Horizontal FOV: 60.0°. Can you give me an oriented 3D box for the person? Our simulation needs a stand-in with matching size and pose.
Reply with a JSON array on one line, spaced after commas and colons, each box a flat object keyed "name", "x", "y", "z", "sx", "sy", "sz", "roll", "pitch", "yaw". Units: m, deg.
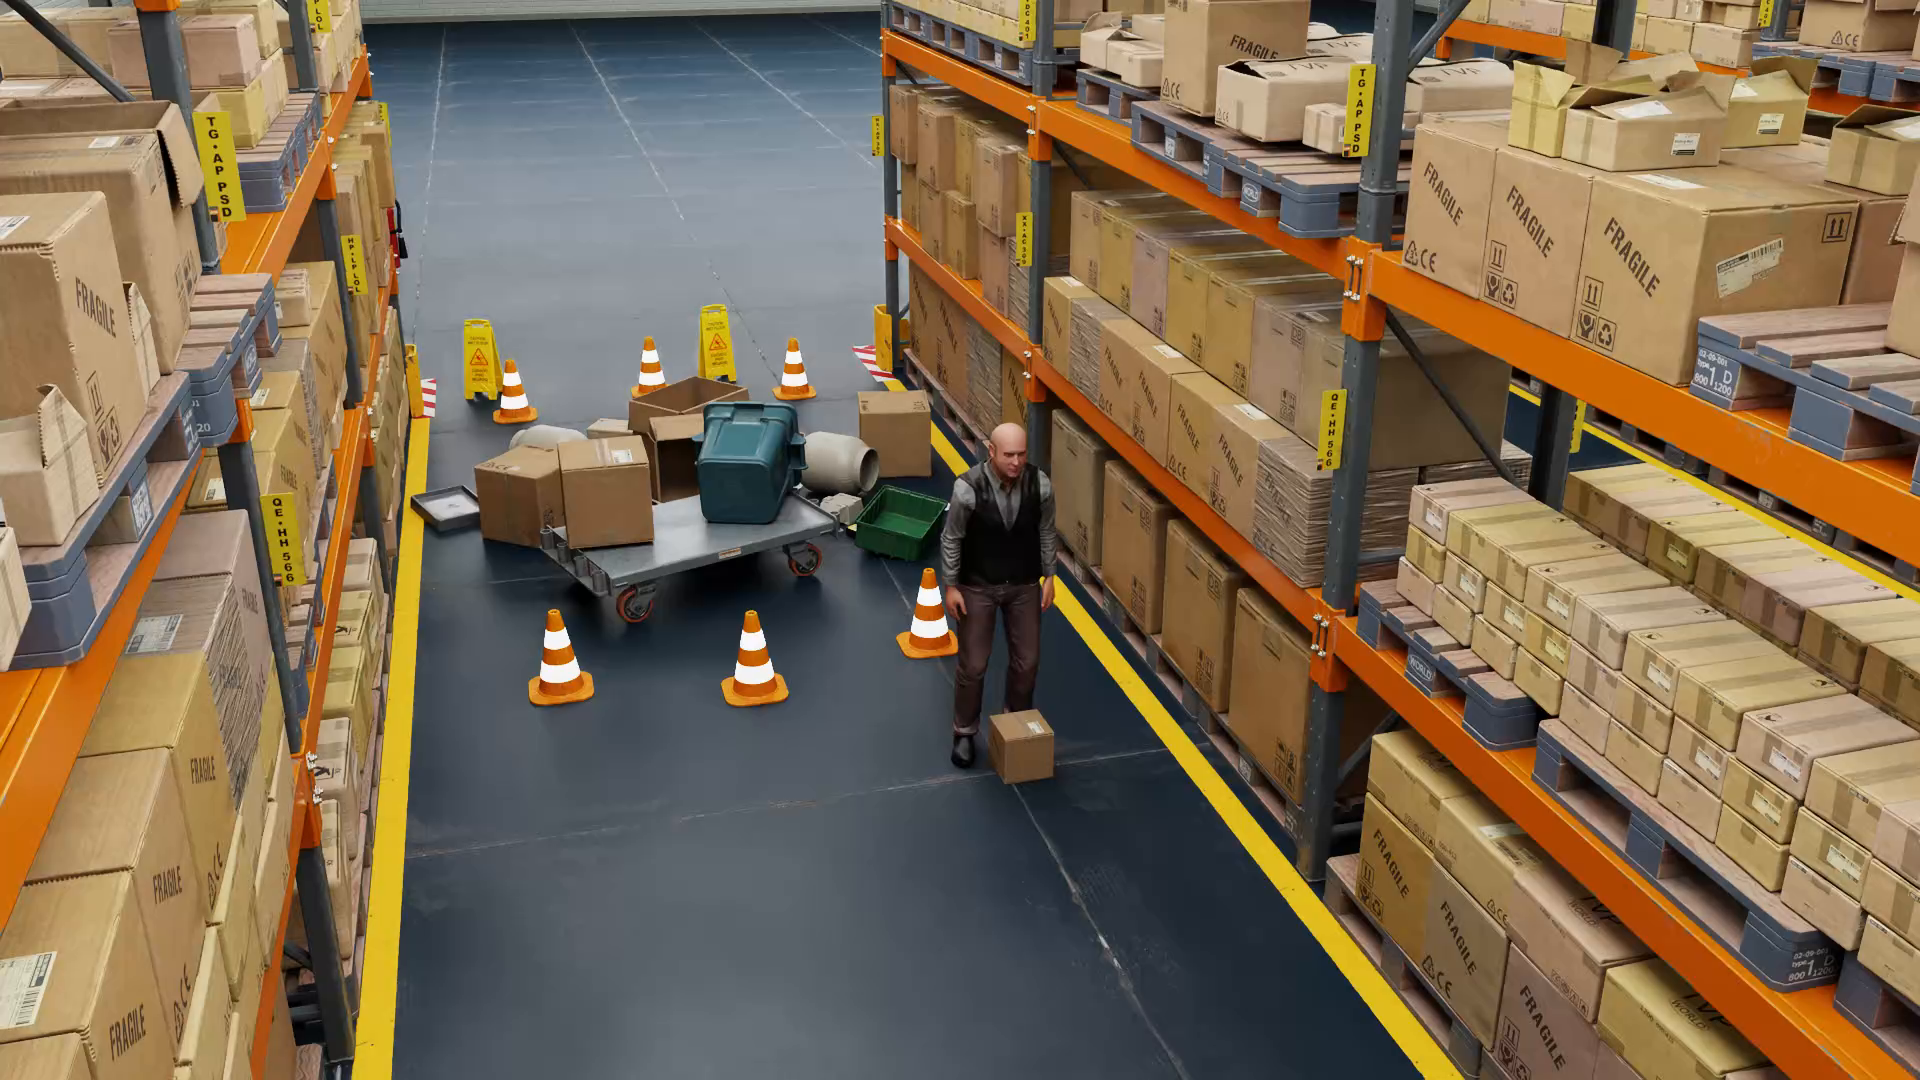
[{"name": "person", "x": 0.188, "y": 0.201, "z": 8.074, "sx": 0.579, "sy": 1.664, "sz": 0.410, "roll": -6, "pitch": 24, "yaw": -15}]
